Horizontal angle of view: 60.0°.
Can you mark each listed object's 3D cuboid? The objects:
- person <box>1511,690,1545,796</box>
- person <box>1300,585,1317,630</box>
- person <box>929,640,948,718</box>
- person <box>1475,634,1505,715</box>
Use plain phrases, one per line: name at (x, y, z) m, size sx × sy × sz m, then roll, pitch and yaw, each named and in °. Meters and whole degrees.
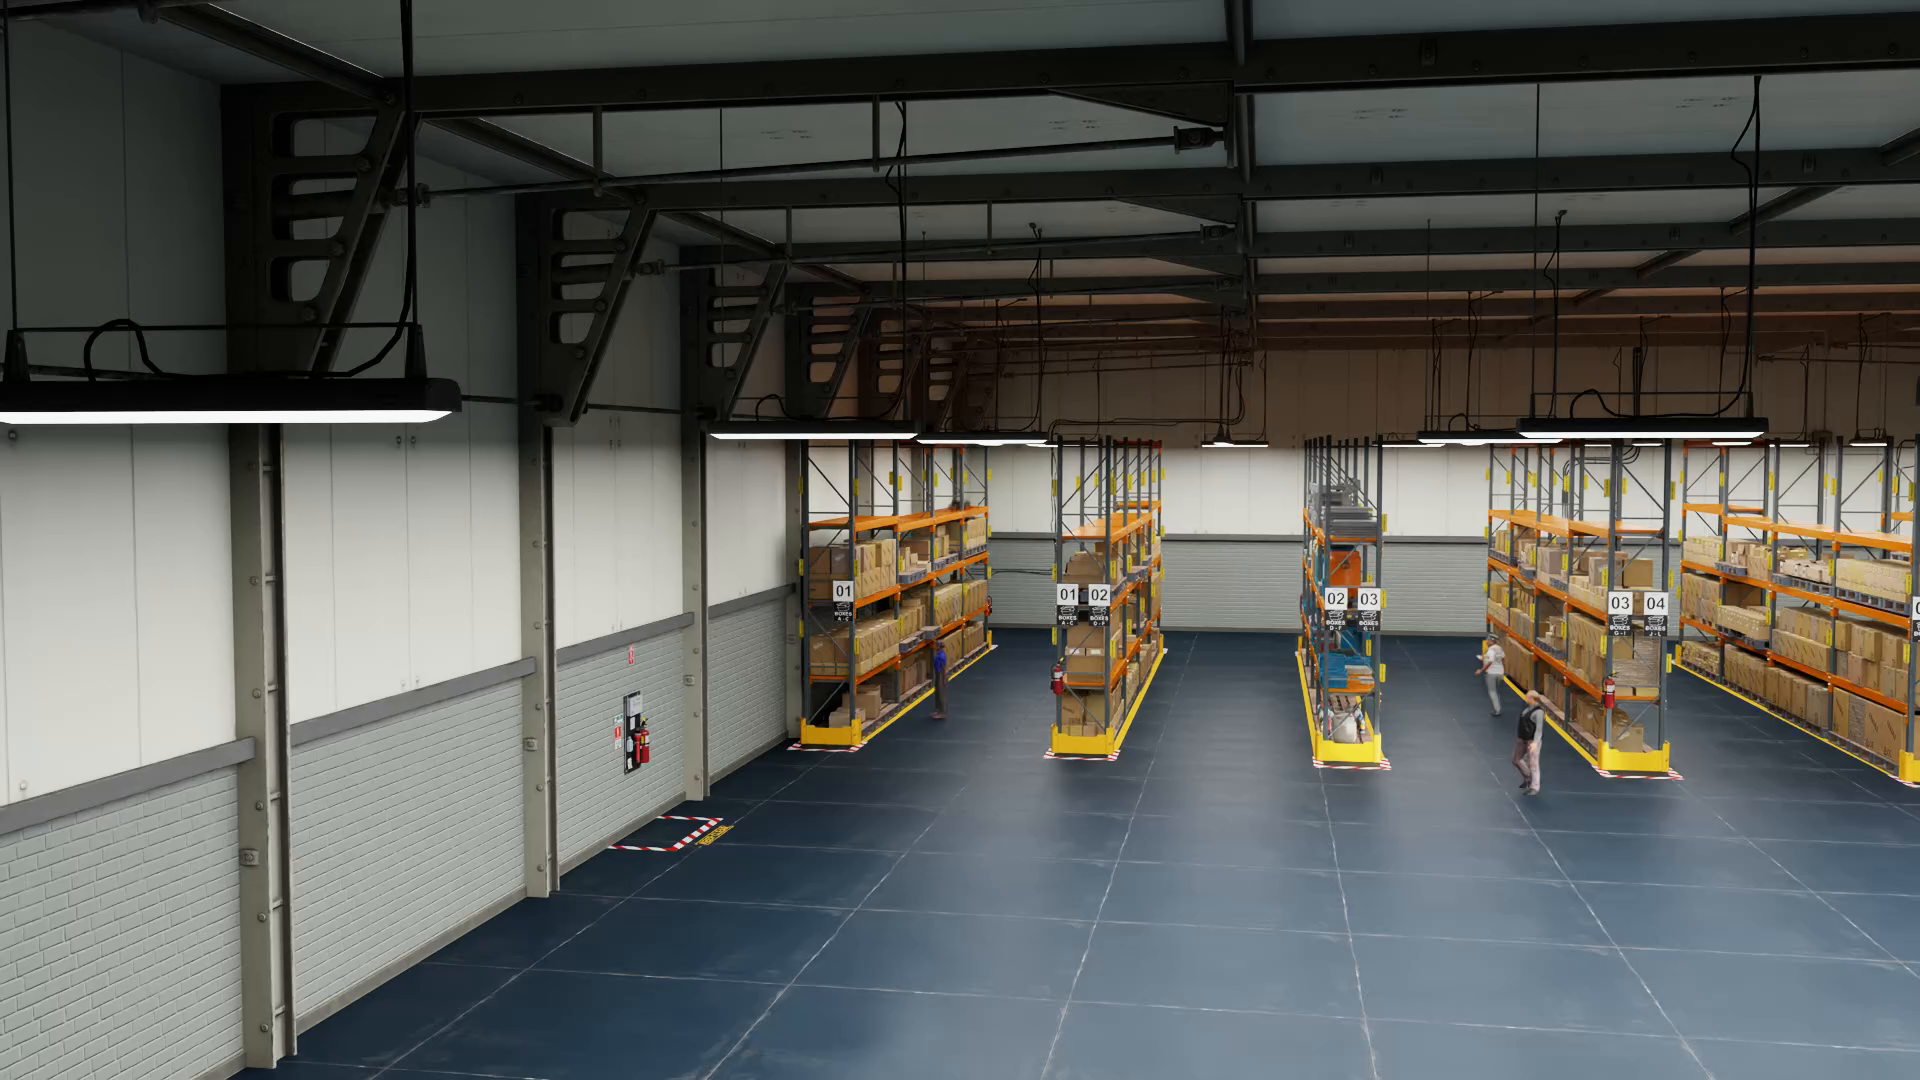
person at (9.477, 3.351, 27.706) m, size 0.474 × 1.723 × 0.604 m, roll -1°, pitch 3°, yaw -18°
person at (10.346, 2.193, 48.873) m, size 0.720 × 1.800 × 0.450 m, roll 1°, pitch 3°, yaw 14°
person at (-0.452, 2.964, 35.591) m, size 0.384 × 1.666 × 0.500 m, roll -1°, pitch 3°, yaw -14°
person at (11.577, 2.946, 36.073) m, size 0.650 × 1.836 × 0.539 m, roll -1°, pitch 3°, yaw -24°
